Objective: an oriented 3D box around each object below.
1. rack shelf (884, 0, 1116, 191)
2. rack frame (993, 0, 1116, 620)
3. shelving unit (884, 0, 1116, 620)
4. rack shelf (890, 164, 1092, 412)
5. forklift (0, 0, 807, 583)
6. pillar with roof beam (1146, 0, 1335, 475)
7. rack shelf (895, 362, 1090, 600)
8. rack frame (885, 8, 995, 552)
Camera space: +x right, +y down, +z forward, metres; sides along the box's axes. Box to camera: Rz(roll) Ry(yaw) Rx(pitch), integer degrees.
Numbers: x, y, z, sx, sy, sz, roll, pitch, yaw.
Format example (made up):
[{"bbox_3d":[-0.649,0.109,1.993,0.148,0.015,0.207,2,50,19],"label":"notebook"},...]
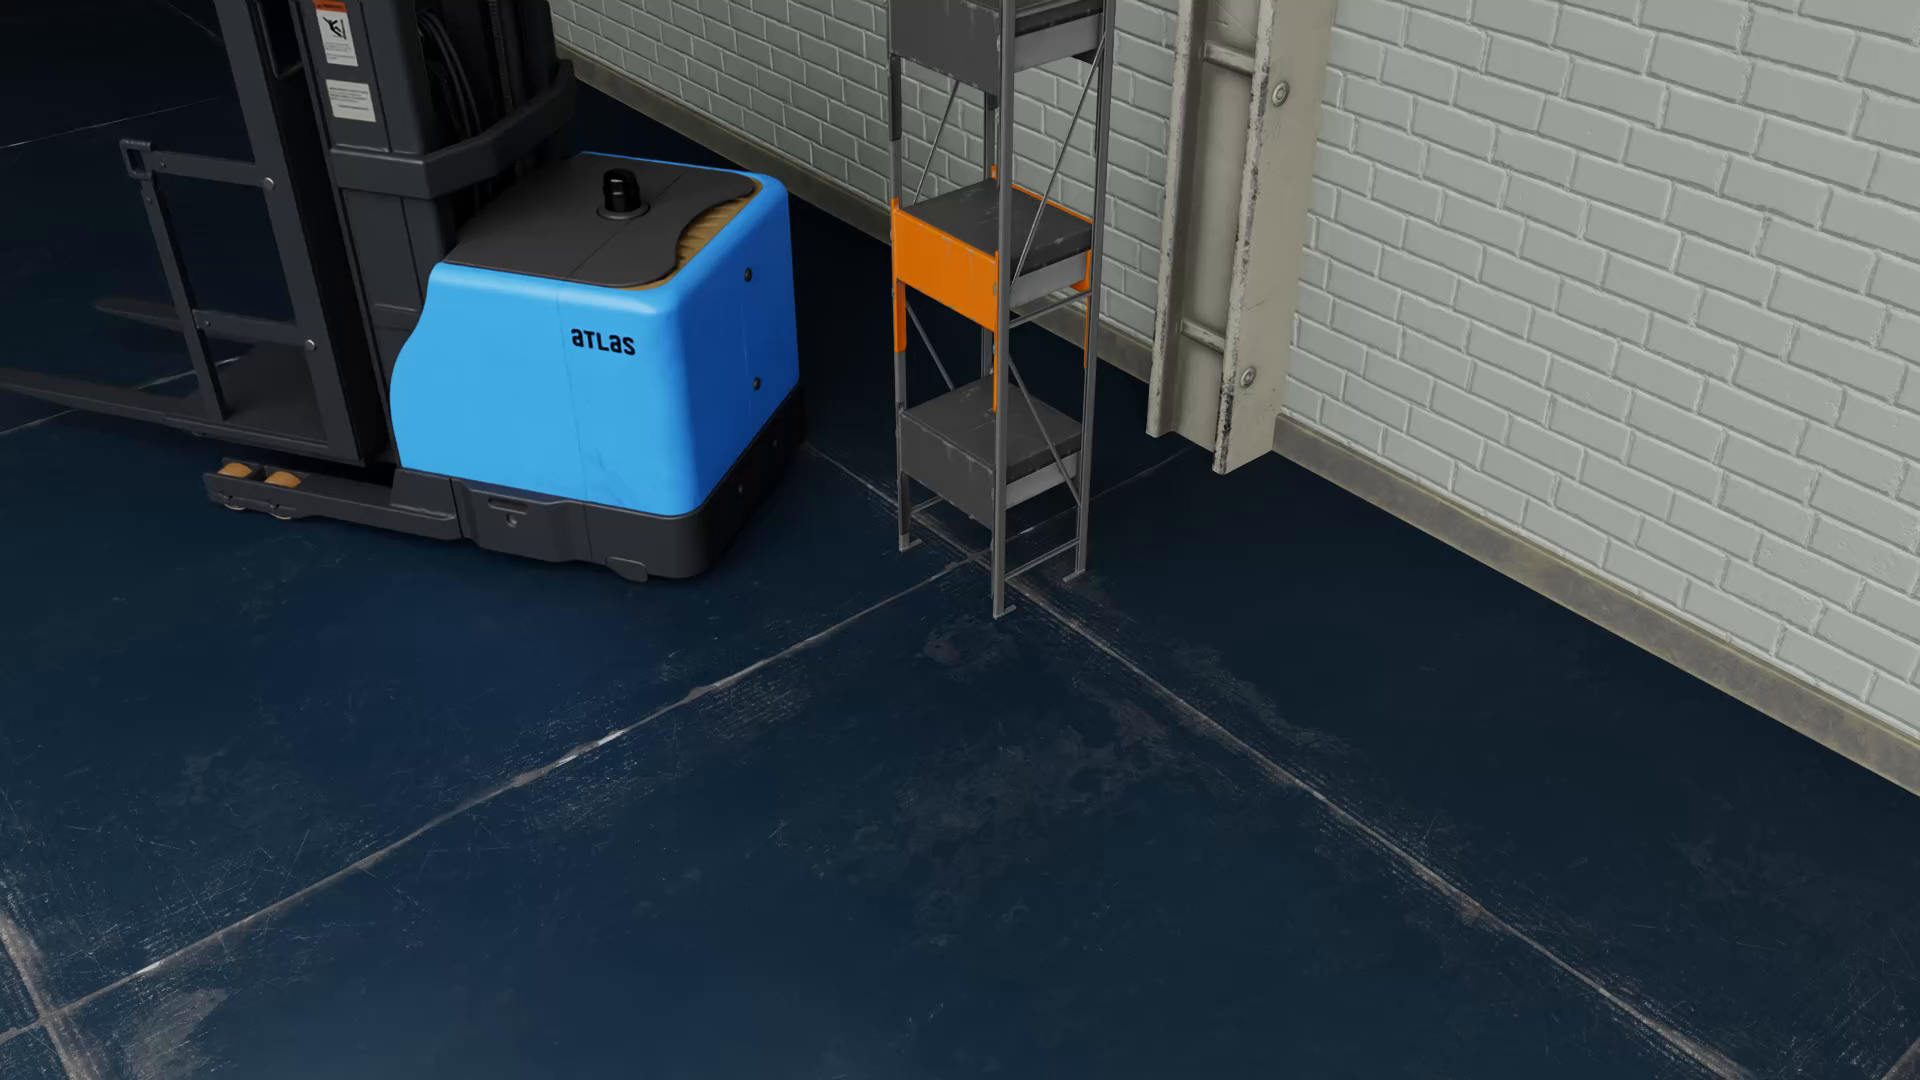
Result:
[{"bbox_3d":[0.107,-1.344,4.643,0.431,0.518,0.480,-26,43,-32],"label":"rack shelf"},{"bbox_3d":[0.264,-0.676,4.888,0.400,2.100,0.015,-26,43,-32],"label":"rack frame"},{"bbox_3d":[0.107,-0.784,5.040,0.431,2.100,0.503,-26,43,-32],"label":"shelving unit"},{"bbox_3d":[0.107,-0.773,5.048,0.431,0.518,0.480,-26,43,-32],"label":"rack shelf"},{"bbox_3d":[-2.143,-1.547,5.398,3.031,2.935,1.130,10,37,14],"label":"forklift"},{"bbox_3d":[-2.340,-2.448,1.421,9.100,9.000,0.400,-26,43,-32],"label":"pillar with roof beam"},{"bbox_3d":[0.107,-0.201,5.452,0.431,0.518,0.480,-26,43,-32],"label":"rack shelf"},{"bbox_3d":[-0.051,-0.892,5.192,0.400,2.100,0.015,-26,43,-32],"label":"rack frame"}]
